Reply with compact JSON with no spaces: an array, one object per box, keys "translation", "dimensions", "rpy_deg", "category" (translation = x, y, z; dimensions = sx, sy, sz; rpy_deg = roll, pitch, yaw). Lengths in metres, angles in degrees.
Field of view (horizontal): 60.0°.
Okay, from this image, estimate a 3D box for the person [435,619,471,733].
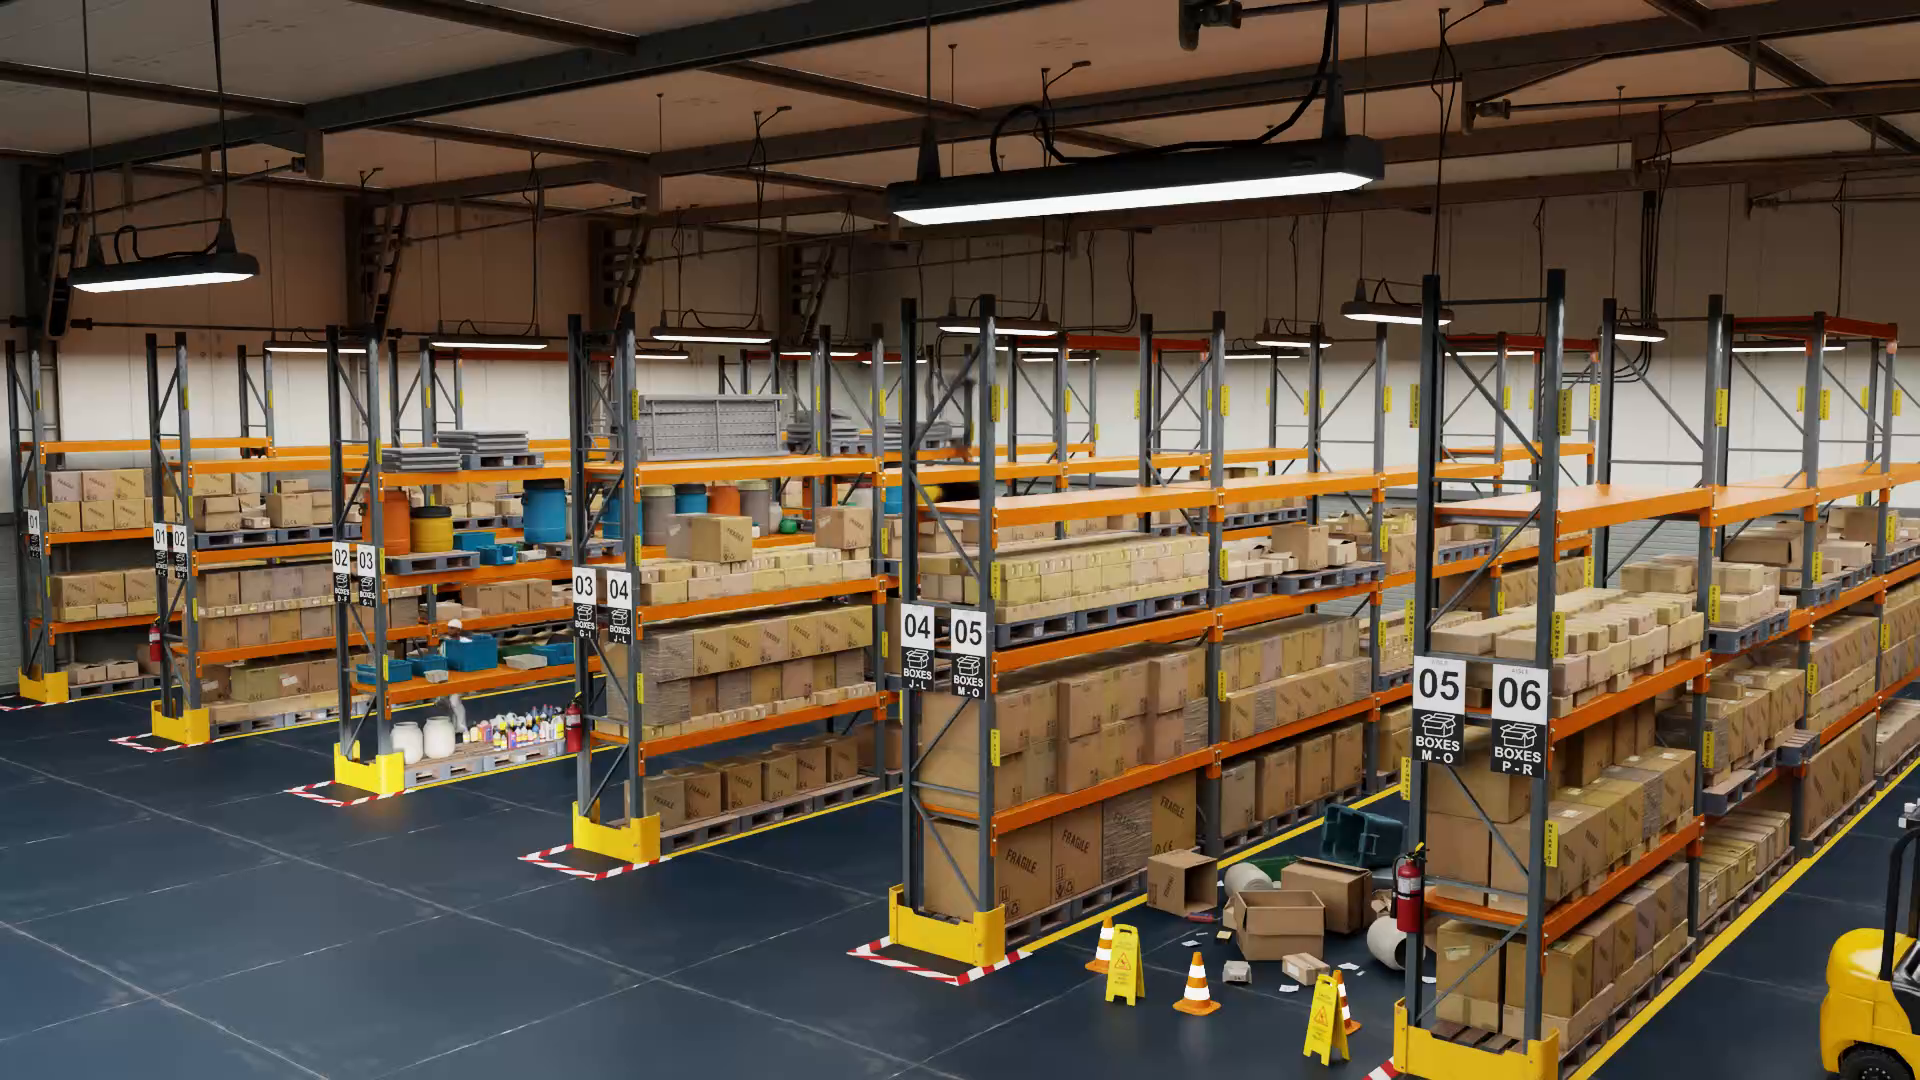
[{"translation":[-7.636,2.048,24.959],"dimensions":[0.688,1.723,0.589],"rpy_deg":[2,5,19],"category":"person"}]
